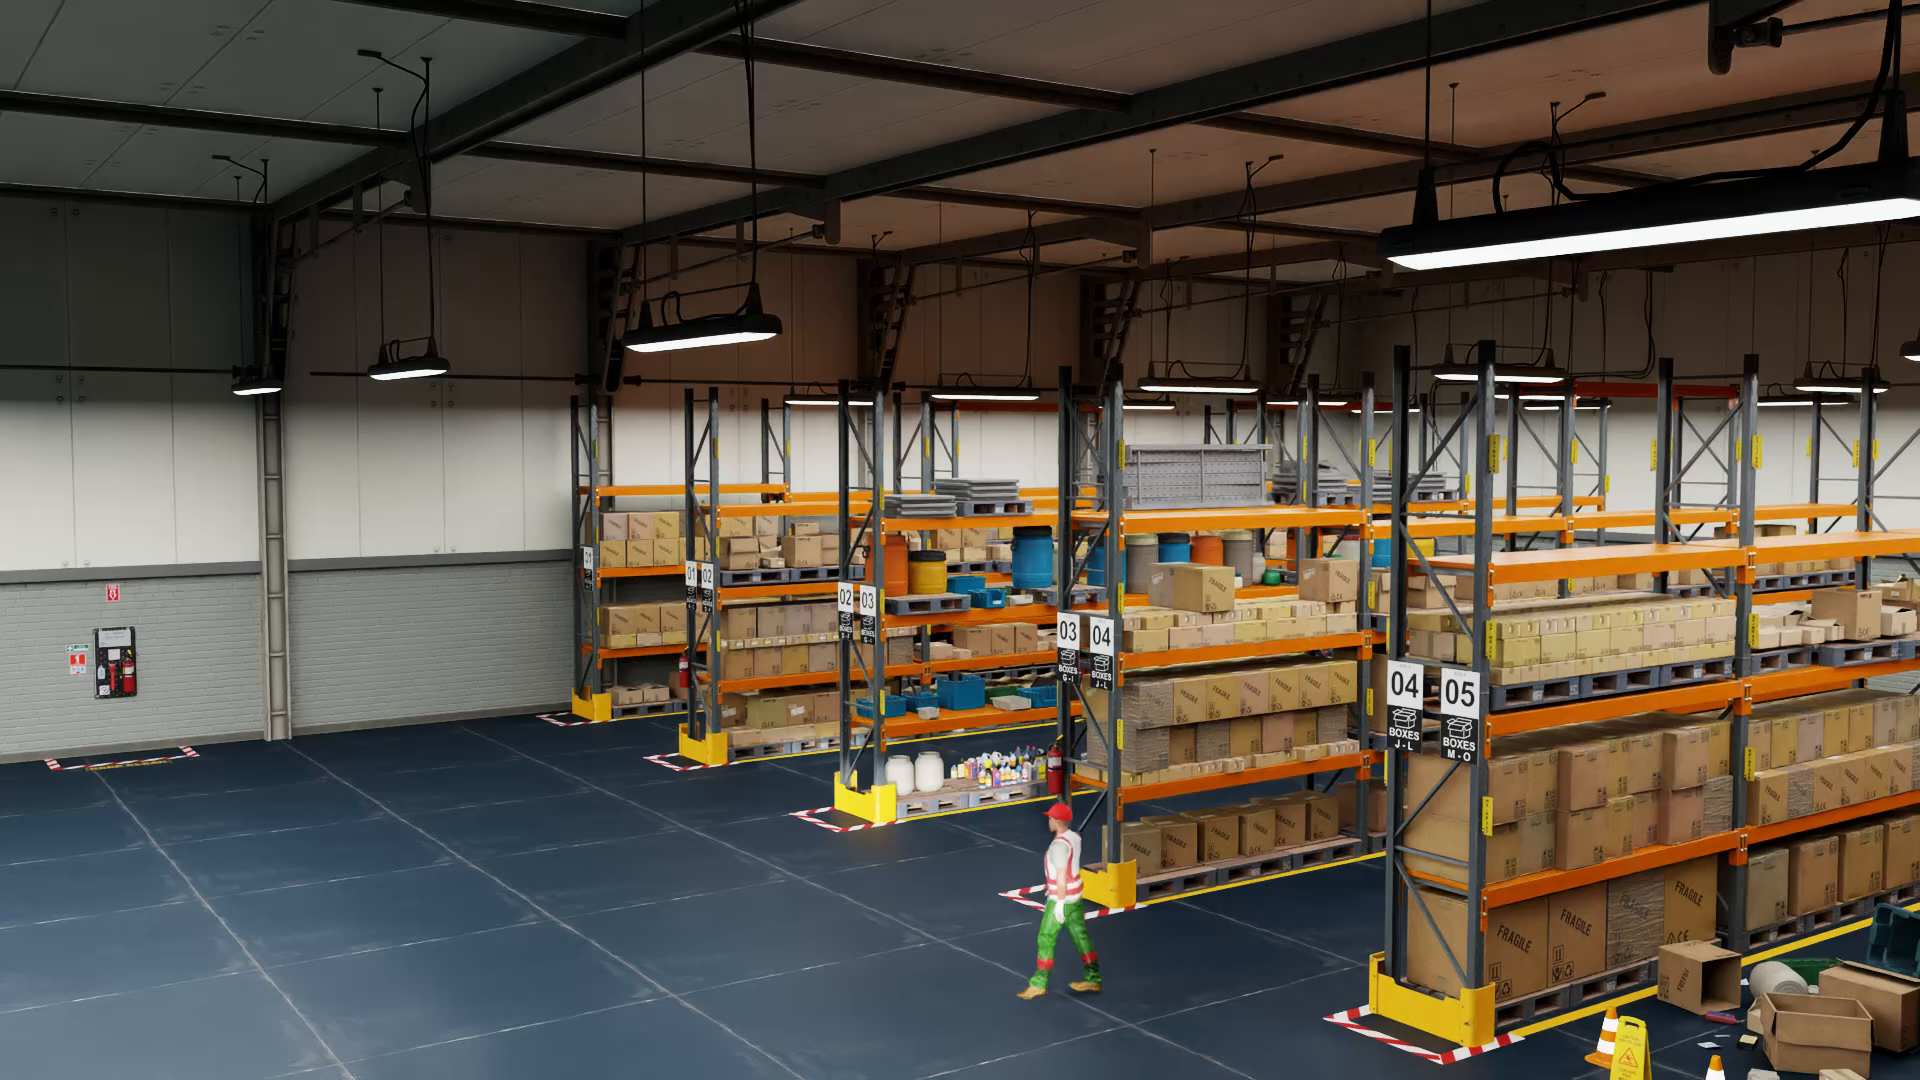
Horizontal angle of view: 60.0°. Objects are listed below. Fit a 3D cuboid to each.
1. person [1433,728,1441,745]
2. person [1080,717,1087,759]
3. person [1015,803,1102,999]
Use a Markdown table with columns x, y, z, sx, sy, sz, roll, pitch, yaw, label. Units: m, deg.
| x | y | z | sx | sy | sz | roll | pitch | yaw | label |
| --- | --- | --- | --- | --- | --- | --- | --- | --- | --- |
| 5.866 | 3.085 | 19.910 | 0.641 | 1.773 | 0.725 | -2 | 4 | -34 | person |
| 2.145 | 2.794 | 26.477 | 0.421 | 1.530 | 0.935 | -2 | 4 | -30 | person |
| 0.941 | 3.355 | 15.489 | 0.759 | 1.809 | 0.577 | 1 | 4 | 18 | person |
